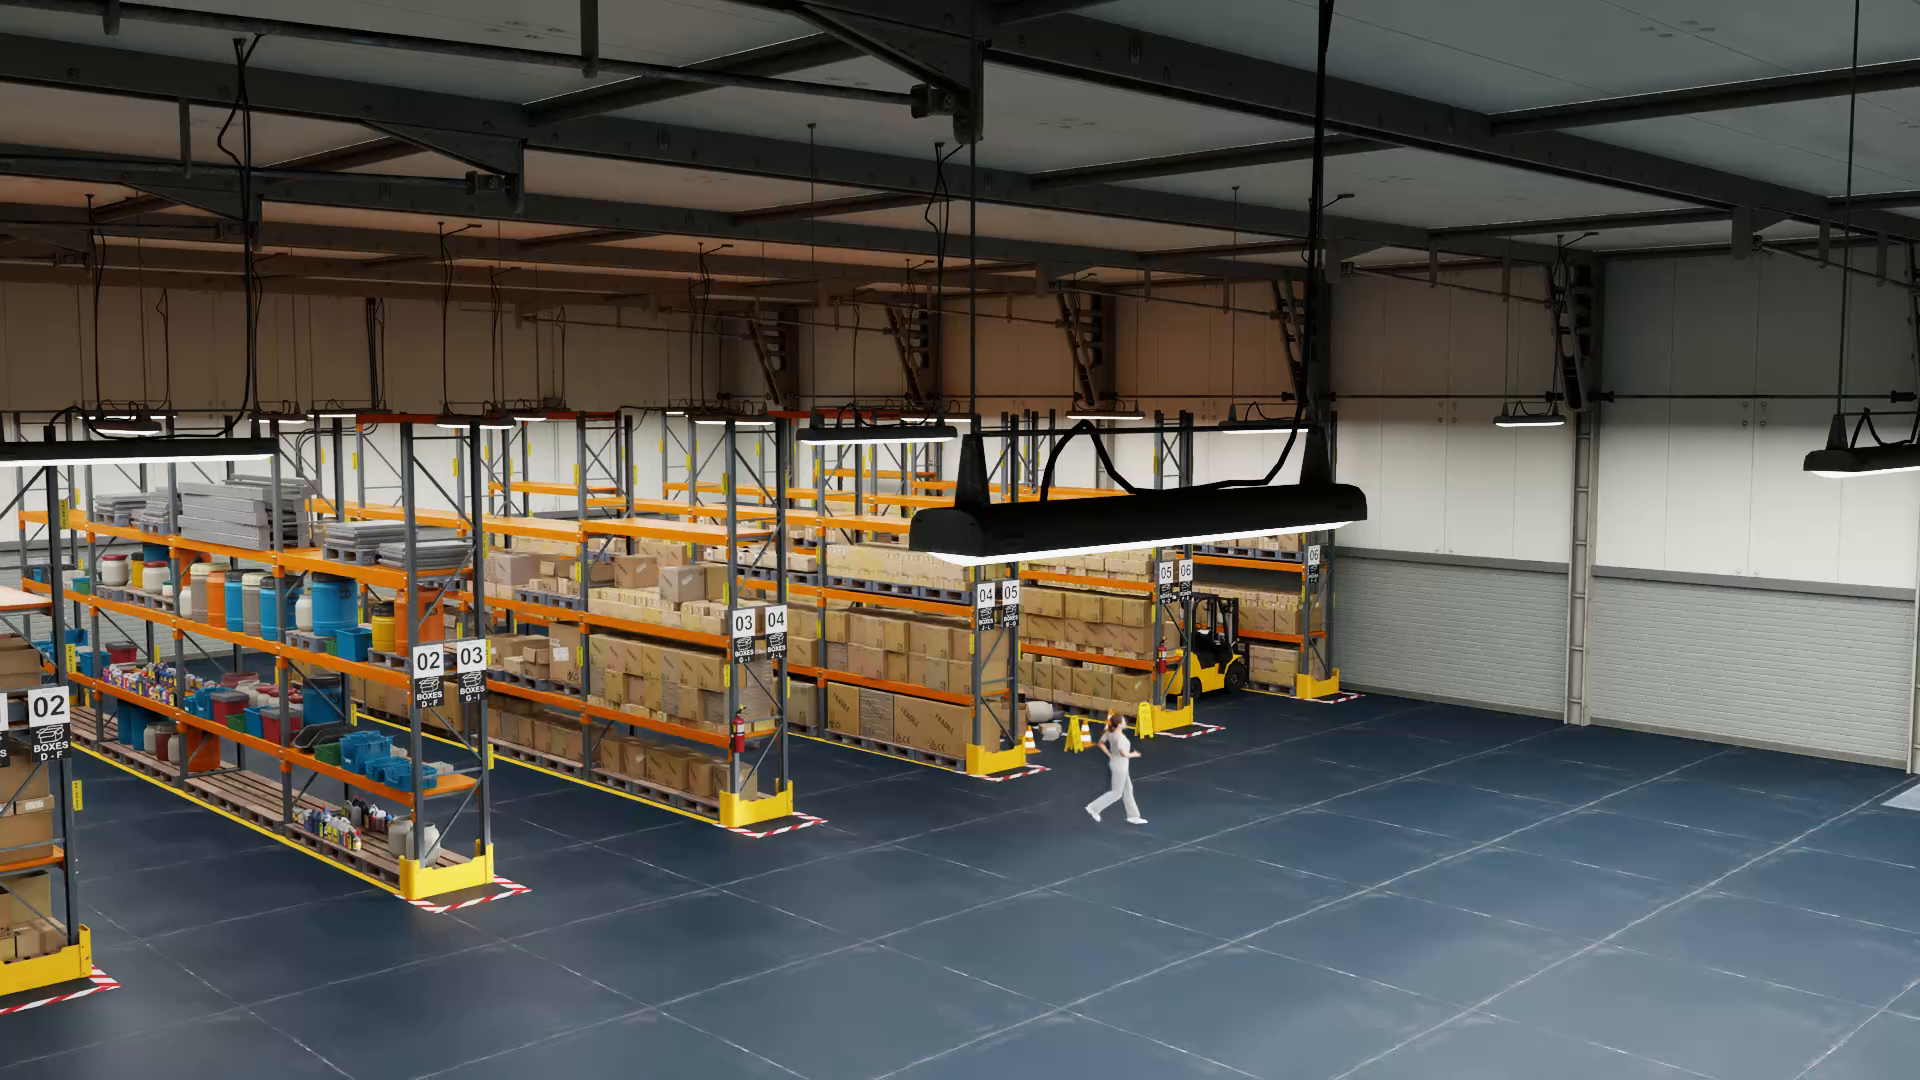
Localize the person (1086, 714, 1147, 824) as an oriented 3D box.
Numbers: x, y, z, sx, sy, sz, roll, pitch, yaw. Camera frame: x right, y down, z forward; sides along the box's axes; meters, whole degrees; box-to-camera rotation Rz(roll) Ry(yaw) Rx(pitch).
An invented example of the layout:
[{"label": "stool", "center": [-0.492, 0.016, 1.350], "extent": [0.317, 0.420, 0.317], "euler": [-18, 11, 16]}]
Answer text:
[{"label": "person", "center": [2.299, 3.372, 24.386], "extent": [0.958, 1.675, 0.568], "euler": [-1, 5, -13]}]

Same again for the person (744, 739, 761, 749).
[{"label": "person", "center": [-3.747, 2.933, 29.854], "extent": [0.718, 1.710, 0.584], "euler": [5, 7, 44]}]
